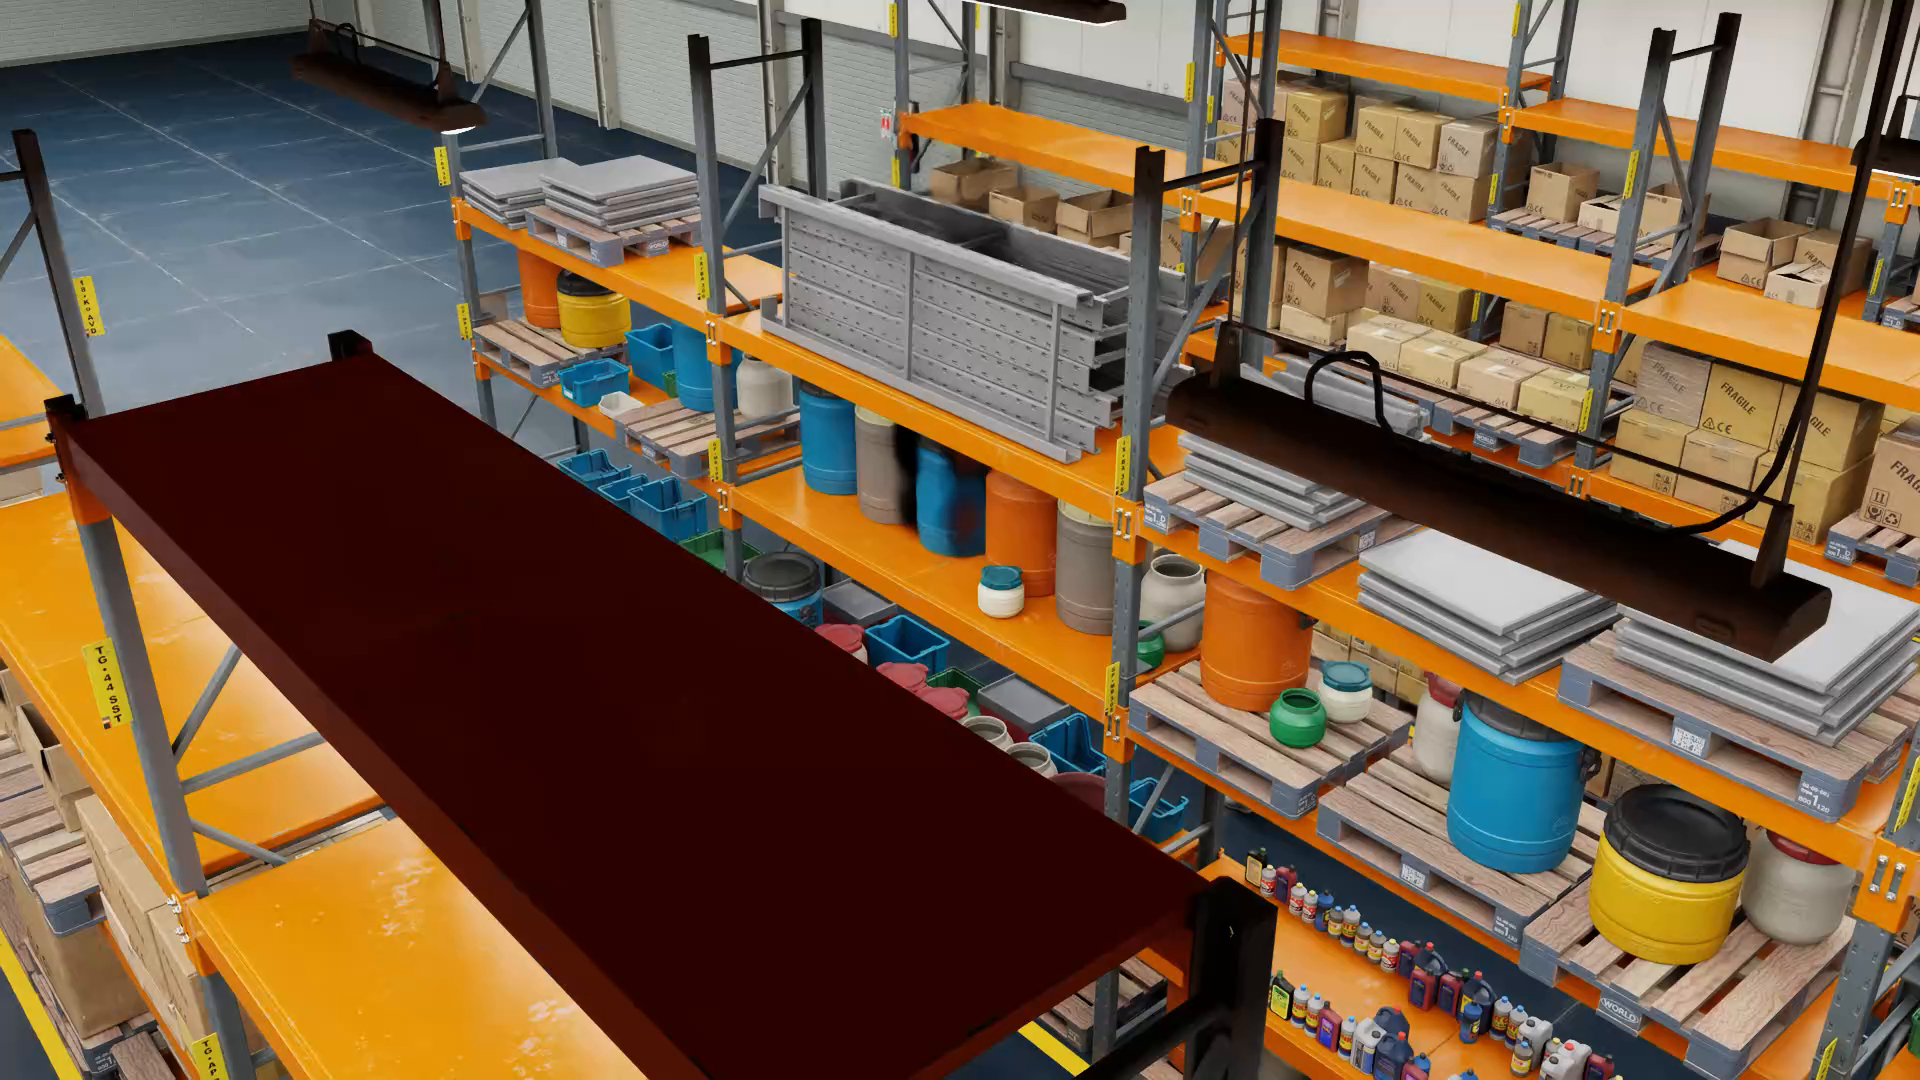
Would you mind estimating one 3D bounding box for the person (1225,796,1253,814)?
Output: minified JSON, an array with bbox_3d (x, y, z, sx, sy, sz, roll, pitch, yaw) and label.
[{"bbox_3d":[2.243,1.418,12.968,0.561,1.649,0.574,19,33,33],"label":"person"}]
